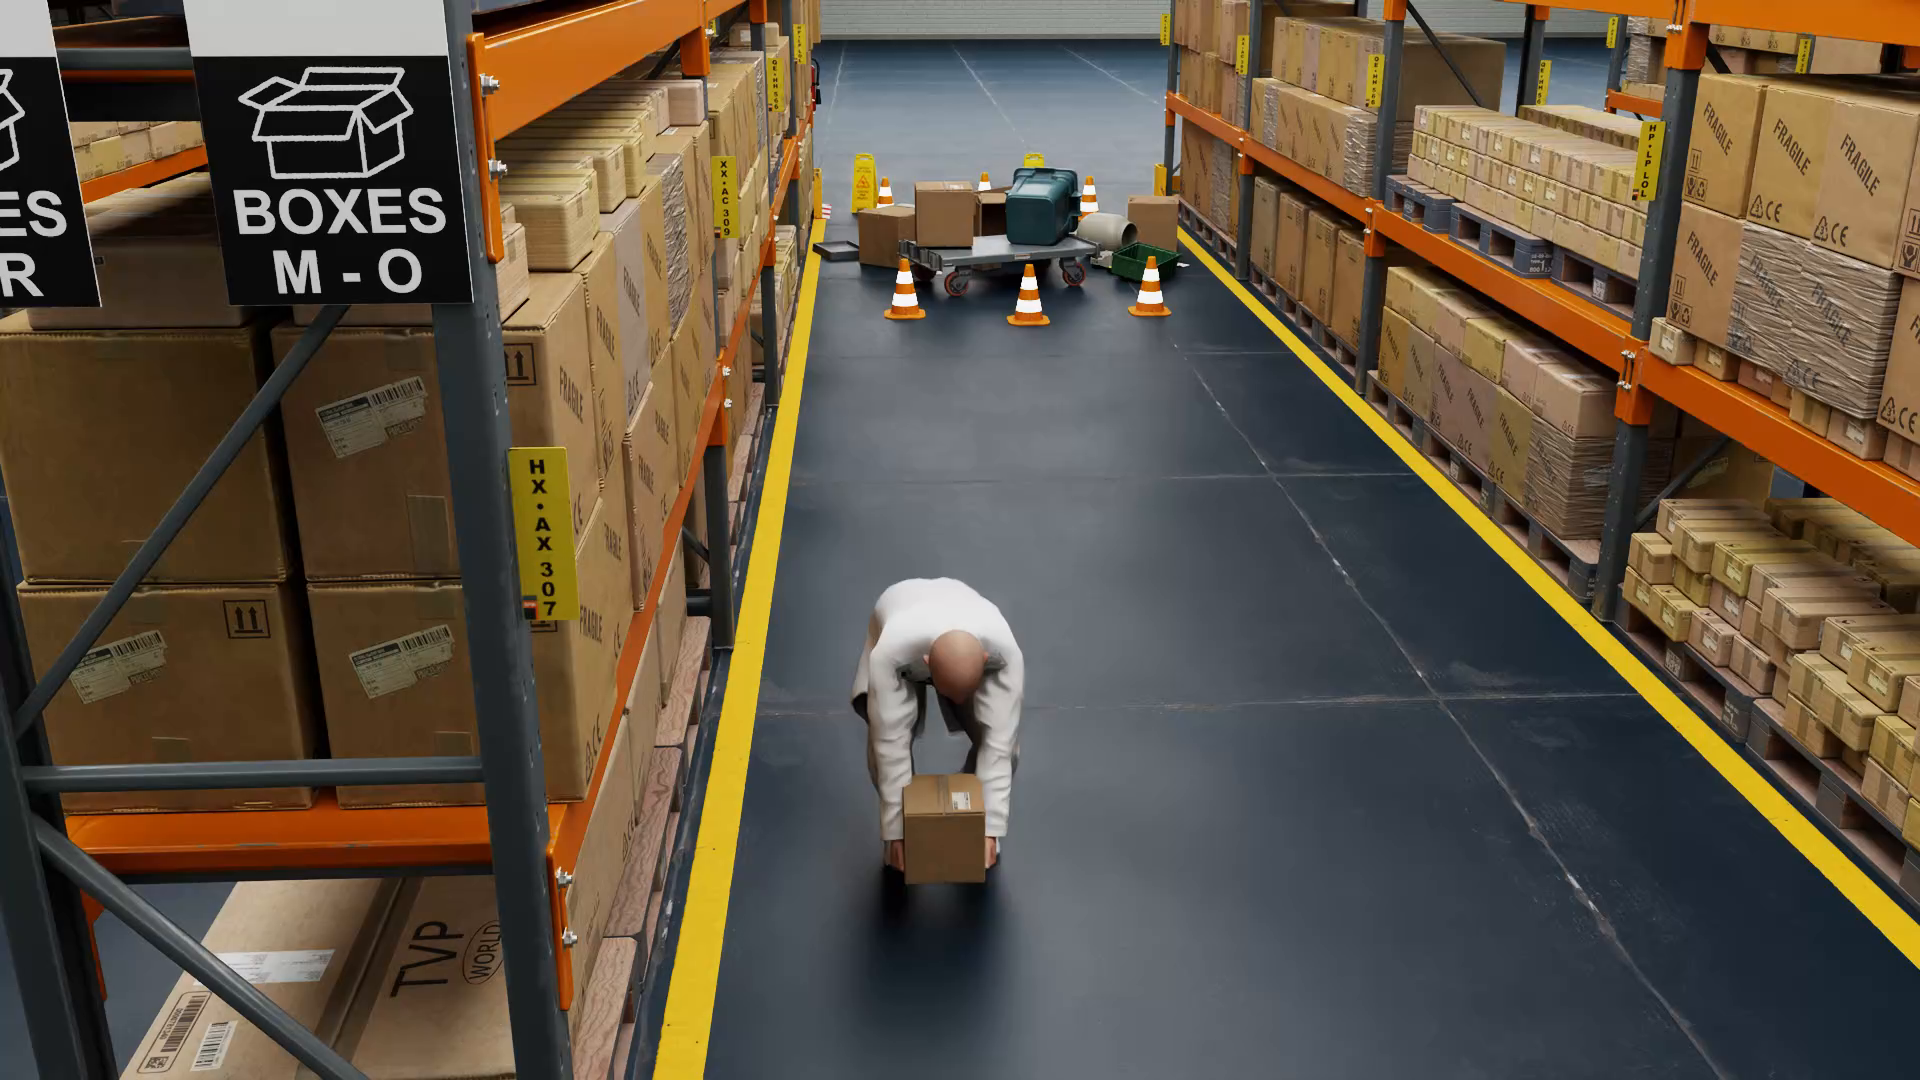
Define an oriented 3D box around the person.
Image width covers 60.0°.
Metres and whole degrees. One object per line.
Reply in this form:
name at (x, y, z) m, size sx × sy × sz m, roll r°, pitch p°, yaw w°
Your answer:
person at (-0.066, 0.625, 5.500) m, size 0.591 × 1.013 × 0.936 m, roll -2°, pitch 20°, yaw -5°
